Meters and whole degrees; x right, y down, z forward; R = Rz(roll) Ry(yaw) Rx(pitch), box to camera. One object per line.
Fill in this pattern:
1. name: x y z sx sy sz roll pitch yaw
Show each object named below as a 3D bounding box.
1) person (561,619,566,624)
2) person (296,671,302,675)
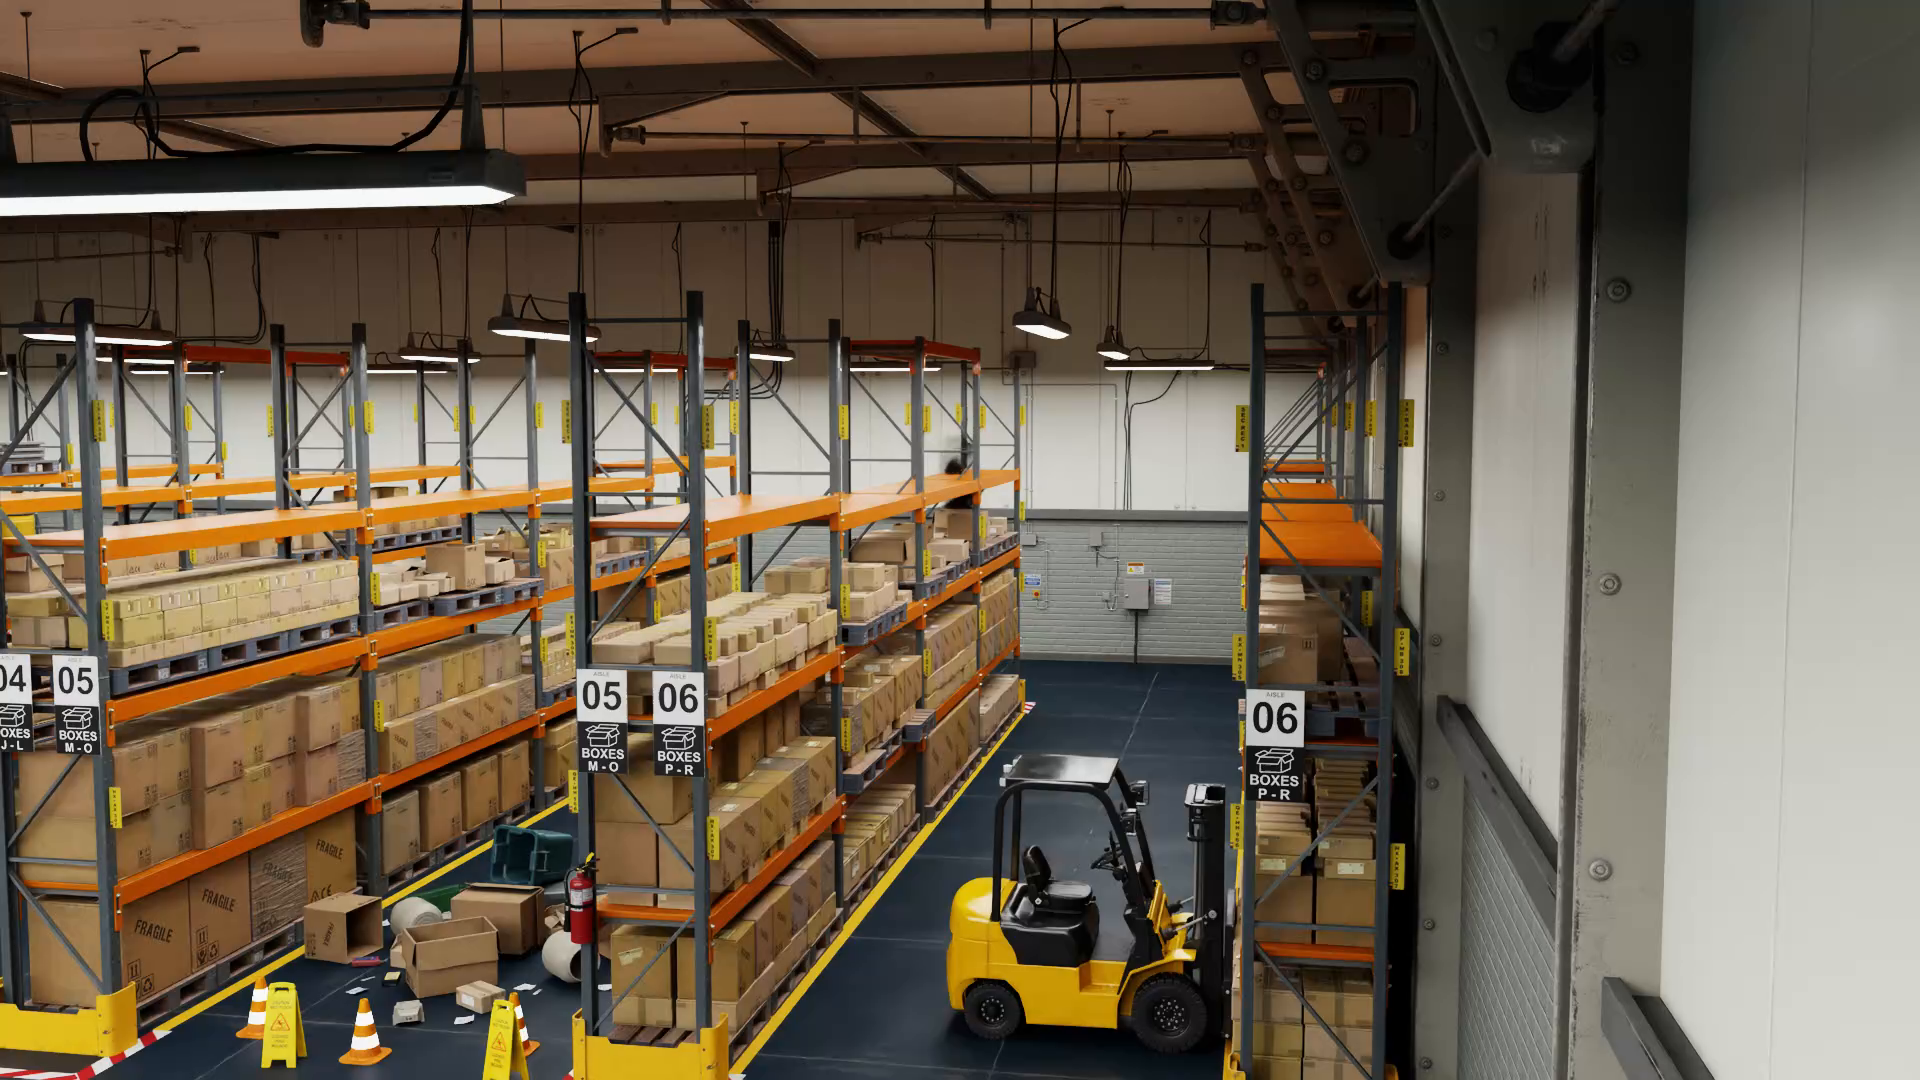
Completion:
1. person: -6.517 2.123 27.610 0.617 1.659 0.742 1 5 10
2. person: -8.789 2.527 21.918 0.694 1.762 0.671 0 5 5
